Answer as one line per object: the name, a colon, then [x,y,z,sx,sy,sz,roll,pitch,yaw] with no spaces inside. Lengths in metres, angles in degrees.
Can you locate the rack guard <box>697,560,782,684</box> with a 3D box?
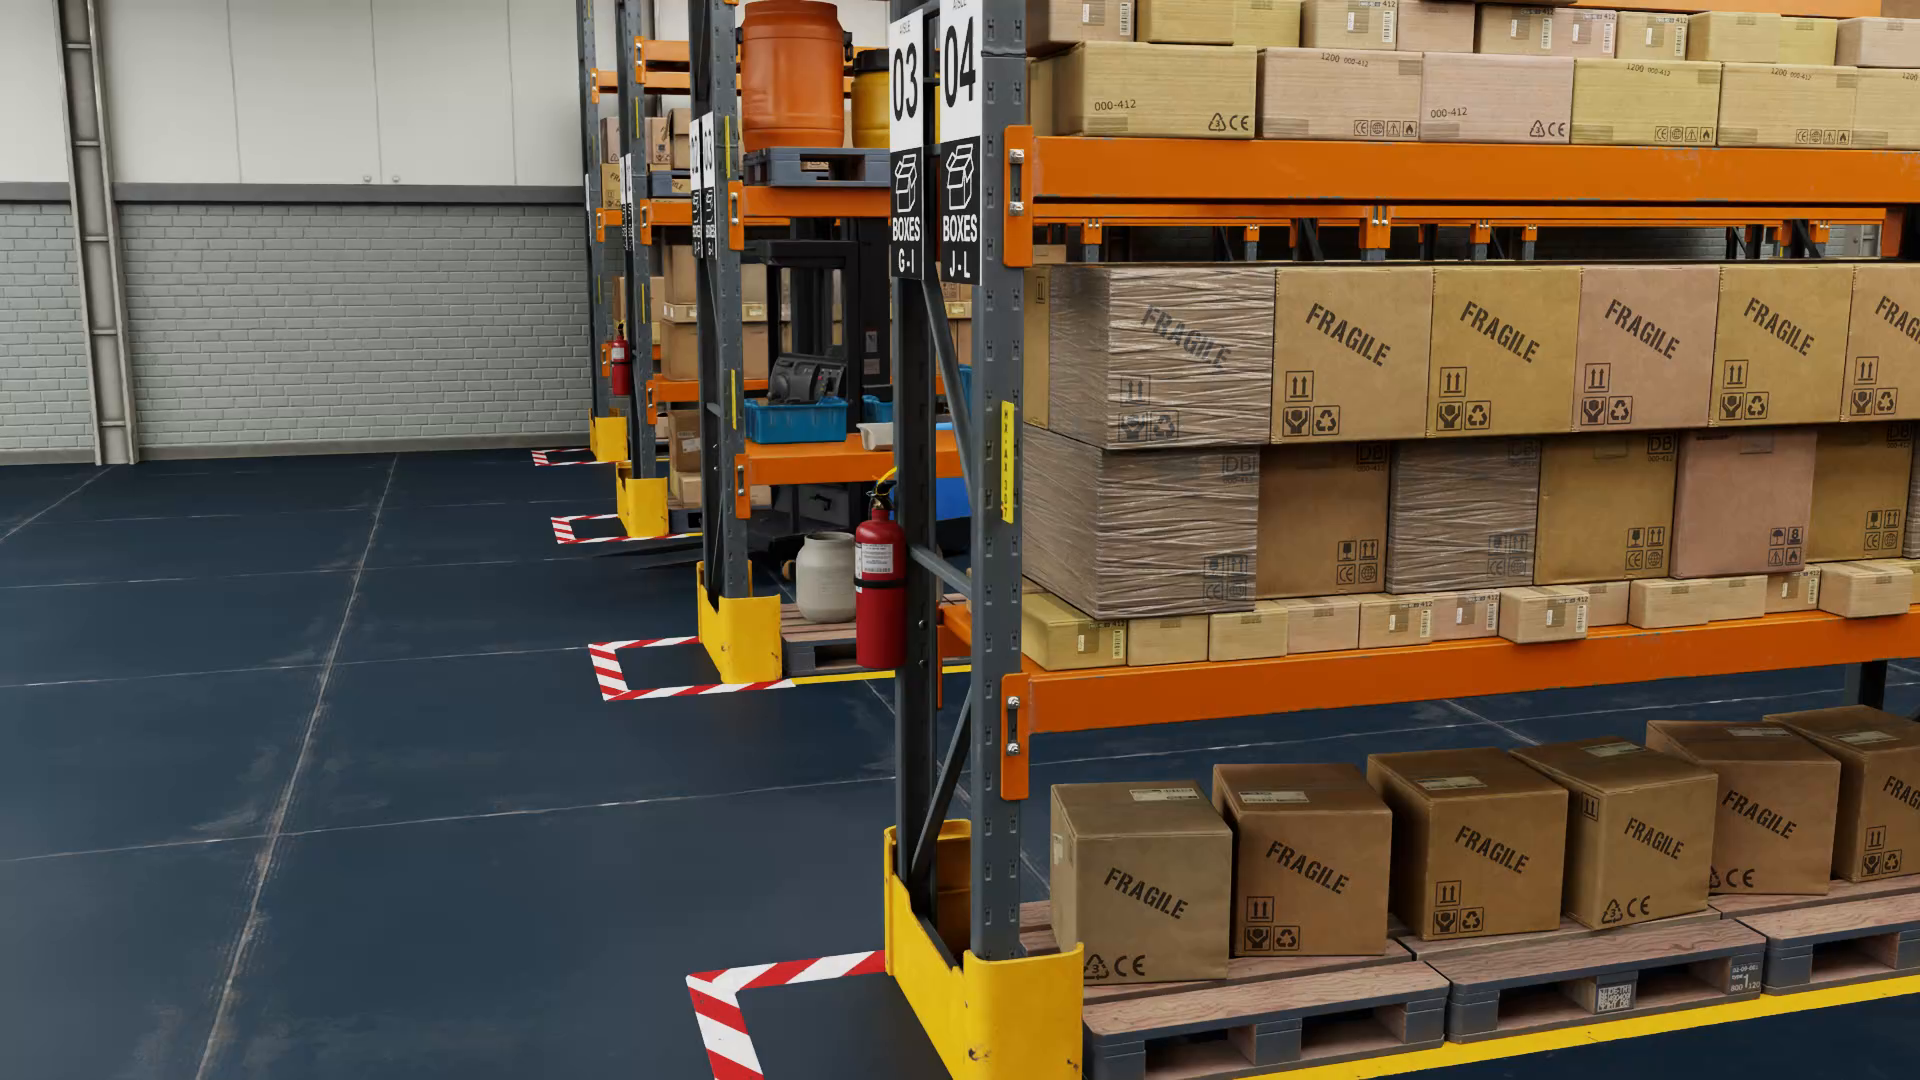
rack guard: [-1.348,0.475,10.085,0.348,0.500,1.175,-3,11,-16]

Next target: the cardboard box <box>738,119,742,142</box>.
cardboard box: [-2.755,-4.512,18.893,0.500,0.500,0.500,-3,11,-14]

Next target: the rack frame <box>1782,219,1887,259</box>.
rack frame: [6.273,-1.147,11.992,0.127,3.000,1.000,-3,11,-16]

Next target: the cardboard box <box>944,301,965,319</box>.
cardboard box: [-0.127,-2.072,14.948,0.250,0.149,0.380,-3,11,-16]

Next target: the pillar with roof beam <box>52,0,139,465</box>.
pillar with roof beam: [-8.304,-4.549,13.900,0.400,9.000,9.100,-3,11,-16]

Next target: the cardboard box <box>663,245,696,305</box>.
cardboard box: [-2.286,-2.315,14.476,0.500,0.500,0.700,-3,11,-16]

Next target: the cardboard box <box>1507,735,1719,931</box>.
cardboard box: [2.300,1.028,5.922,0.500,0.500,0.500,-4,11,-21]

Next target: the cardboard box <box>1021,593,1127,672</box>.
cardboard box: [0.317,0.269,4.992,0.250,0.149,0.380,-3,11,-16]

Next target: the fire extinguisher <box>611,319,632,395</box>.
fire extinguisher: [-3.032,-1.640,14.885,0.183,0.674,0.296,-3,11,-16]

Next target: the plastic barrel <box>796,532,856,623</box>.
plastic barrel: [-0.798,0.228,10.233,0.421,0.512,0.421,0,10,0]

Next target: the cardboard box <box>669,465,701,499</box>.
cardboard box: [-2.357,-0.536,15.109,0.500,0.250,0.500,-3,11,-16]

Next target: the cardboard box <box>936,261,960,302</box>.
cardboard box: [-0.339,-2.418,15.039,0.500,0.500,0.700,-3,11,-16]

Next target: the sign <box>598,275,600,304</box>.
sign: [-4.025,-2.796,18.557,0.005,0.325,0.100,-3,11,-16]

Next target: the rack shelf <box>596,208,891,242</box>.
rack shelf: [-2.257,-3.687,19.491,4.000,0.370,1.077,-3,11,-16]

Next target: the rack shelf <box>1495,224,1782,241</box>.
rack shelf: [9.265,-4.294,22.790,4.000,0.370,1.077,-3,11,-16]

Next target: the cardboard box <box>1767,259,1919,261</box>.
cardboard box: [3.314,-0.792,6.206,0.500,0.500,0.500,-3,11,-16]

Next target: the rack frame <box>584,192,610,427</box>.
rack frame: [-4.177,-2.464,19.148,0.127,3.000,1.000,-3,11,-16]

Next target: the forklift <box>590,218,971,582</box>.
forklift: [-1.337,-1.239,12.682,3.031,2.935,1.130,-9,13,-39]

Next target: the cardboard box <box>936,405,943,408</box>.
cardboard box: [-0.441,-1.009,15.607,0.500,0.500,0.500,-3,11,-16]

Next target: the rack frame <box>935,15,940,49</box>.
rack frame: [-0.337,-5.617,19.704,0.127,3.000,1.000,-3,11,-16]

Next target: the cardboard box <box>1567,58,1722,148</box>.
cardboard box: [1.980,-1.341,5.174,0.500,0.250,0.500,-3,11,-14]

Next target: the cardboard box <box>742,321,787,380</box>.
cardboard box: [-1.834,-1.701,14.728,0.500,0.500,0.700,-3,11,-14]

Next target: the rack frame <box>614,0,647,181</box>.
rack frame: [-2.789,-4.554,13.928,0.127,3.000,1.000,-3,11,-16]

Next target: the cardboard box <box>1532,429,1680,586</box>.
cardboard box: [1.934,-0.187,5.679,0.500,0.500,0.875,-3,11,-16]

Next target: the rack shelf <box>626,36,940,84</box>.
rack shelf: [-0.869,-4.105,14.579,4.000,0.370,1.077,-3,11,-16]

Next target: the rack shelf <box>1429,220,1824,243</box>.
rack shelf: [6.812,-3.231,17.014,4.000,0.370,1.077,-3,11,-16]

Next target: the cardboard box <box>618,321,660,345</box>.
cardboard box: [-3.620,-2.370,18.994,0.500,0.250,0.500,-3,11,-18]

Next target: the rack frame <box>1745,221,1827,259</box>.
rack frame: [8.733,-2.211,17.770,0.127,3.000,1.000,-3,11,-16]

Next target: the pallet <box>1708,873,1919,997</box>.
pallet: [3.182,1.328,6.250,1.213,0.211,1.003,-3,11,-16]

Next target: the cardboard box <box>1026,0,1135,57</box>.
cardboard box: [0.305,-1.452,4.679,0.250,0.149,0.380,-3,11,-16]

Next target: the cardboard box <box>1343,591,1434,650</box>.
cardboard box: [1.282,0.222,5.248,0.250,0.149,0.380,-3,11,-16]

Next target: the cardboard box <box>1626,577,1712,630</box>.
cardboard box: [2.248,0.175,5.503,0.250,0.149,0.380,-3,11,-16]

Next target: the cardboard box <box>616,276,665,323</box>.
cardboard box: [-3.635,-2.741,18.939,0.500,0.500,0.500,-3,11,-16]

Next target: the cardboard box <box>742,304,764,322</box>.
cardboard box: [-1.859,-1.980,14.451,0.250,0.149,0.380,-3,11,-16]

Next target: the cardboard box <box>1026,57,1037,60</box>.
cardboard box: [0.156,-1.547,5.193,0.250,0.149,0.380,-3,11,-16]

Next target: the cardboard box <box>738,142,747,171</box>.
cardboard box: [-1.757,-3.384,14.728,0.500,0.250,0.500,-3,11,-16]

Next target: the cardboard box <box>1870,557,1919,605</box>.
cardboard box: [3.193,0.115,5.830,0.250,0.149,0.380,-3,11,-16]

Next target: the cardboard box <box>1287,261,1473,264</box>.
cardboard box: [1.395,-0.690,5.652,0.500,0.500,0.500,-3,11,-16]

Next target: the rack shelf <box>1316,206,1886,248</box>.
rack shelf: [4.353,-2.167,11.236,4.000,0.370,1.077,-3,11,-16]

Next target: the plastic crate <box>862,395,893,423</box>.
plastic crate: [-0.386,-0.778,10.400,0.408,0.251,0.499,-3,11,-16]

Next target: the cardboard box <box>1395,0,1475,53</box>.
cardboard box: [1.305,-1.496,4.916,0.250,0.149,0.380,-3,11,-16]

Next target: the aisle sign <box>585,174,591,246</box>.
aisle sign: [-4.162,-3.687,18.610,0.004,0.787,0.394,-3,11,-16]

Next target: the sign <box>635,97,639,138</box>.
sign: [-2.640,-3.451,13.588,0.005,0.325,0.100,-3,11,-16]

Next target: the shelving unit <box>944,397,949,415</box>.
shelving unit: [-0.014,-0.589,13.934,0.189,1.200,0.258,-3,11,-16]

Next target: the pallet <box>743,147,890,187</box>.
pallet: [-0.586,-2.149,9.674,1.213,0.211,1.003,-3,11,-16]

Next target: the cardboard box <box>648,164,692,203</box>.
cardboard box: [-3.261,-3.993,18.835,0.500,0.500,0.500,-2,11,-12]

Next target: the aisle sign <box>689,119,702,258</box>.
aisle sign: [-1.560,-2.069,9.818,0.004,0.787,0.394,-3,11,-16]

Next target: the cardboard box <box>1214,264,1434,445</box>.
cardboard box: [1.063,-0.573,5.014,0.500,0.500,0.500,-3,11,-16]

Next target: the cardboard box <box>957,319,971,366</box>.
cardboard box: [0.123,-1.804,15.283,0.500,0.500,0.700,-3,11,-17]

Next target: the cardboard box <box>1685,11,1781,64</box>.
cardboard box: [2.322,-1.547,5.192,0.250,0.149,0.380,-2,11,-13]

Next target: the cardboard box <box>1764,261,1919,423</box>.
cardboard box: [2.982,-0.675,5.567,0.500,0.500,0.500,-3,11,-16]
